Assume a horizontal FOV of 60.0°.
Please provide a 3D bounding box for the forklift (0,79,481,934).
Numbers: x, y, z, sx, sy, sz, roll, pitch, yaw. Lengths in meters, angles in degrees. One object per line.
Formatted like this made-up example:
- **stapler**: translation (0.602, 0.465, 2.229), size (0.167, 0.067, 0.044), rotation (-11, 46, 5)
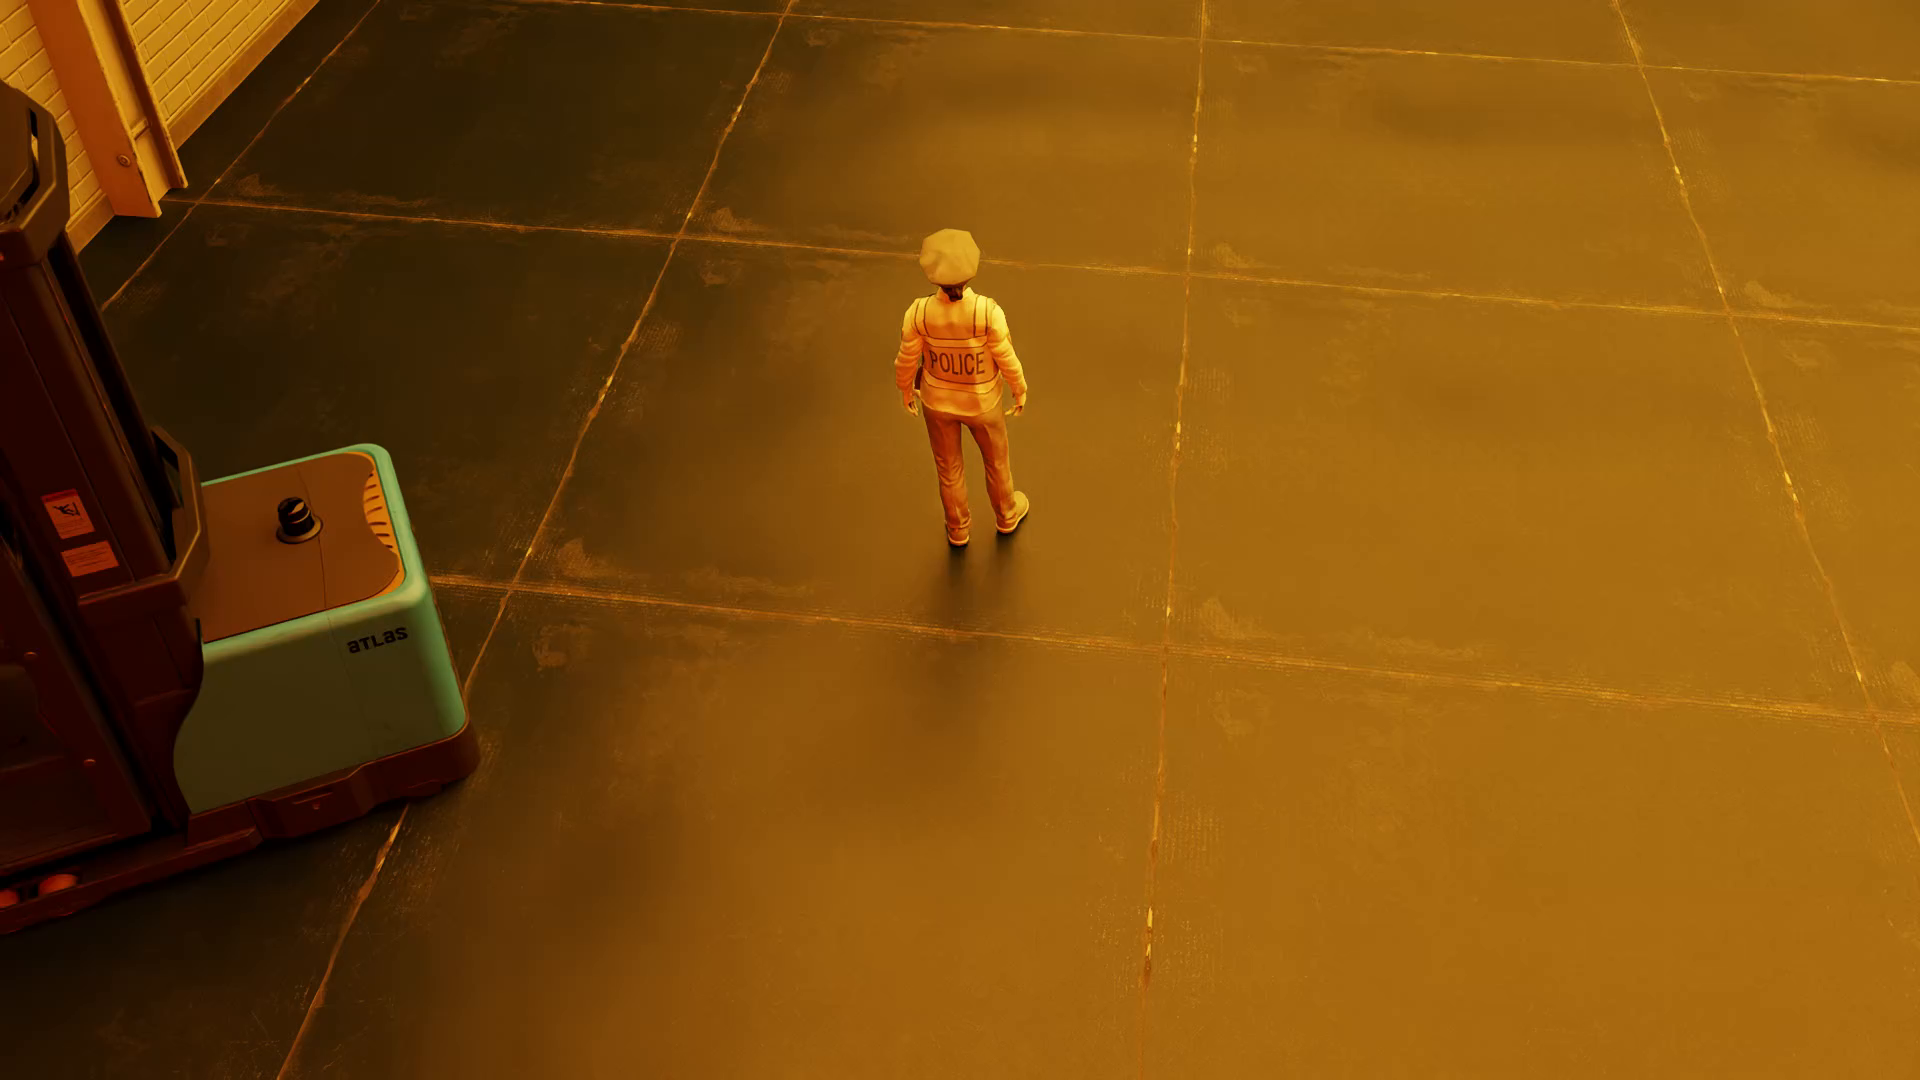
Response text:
- **forklift**: translation (-3.527, -0.005, 5.730), size (3.031, 2.935, 1.130), rotation (-16, 45, -17)

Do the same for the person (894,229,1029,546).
- **person**: translation (0.016, -0.674, 7.362), size (0.586, 1.694, 0.531), rotation (5, 43, 6)
